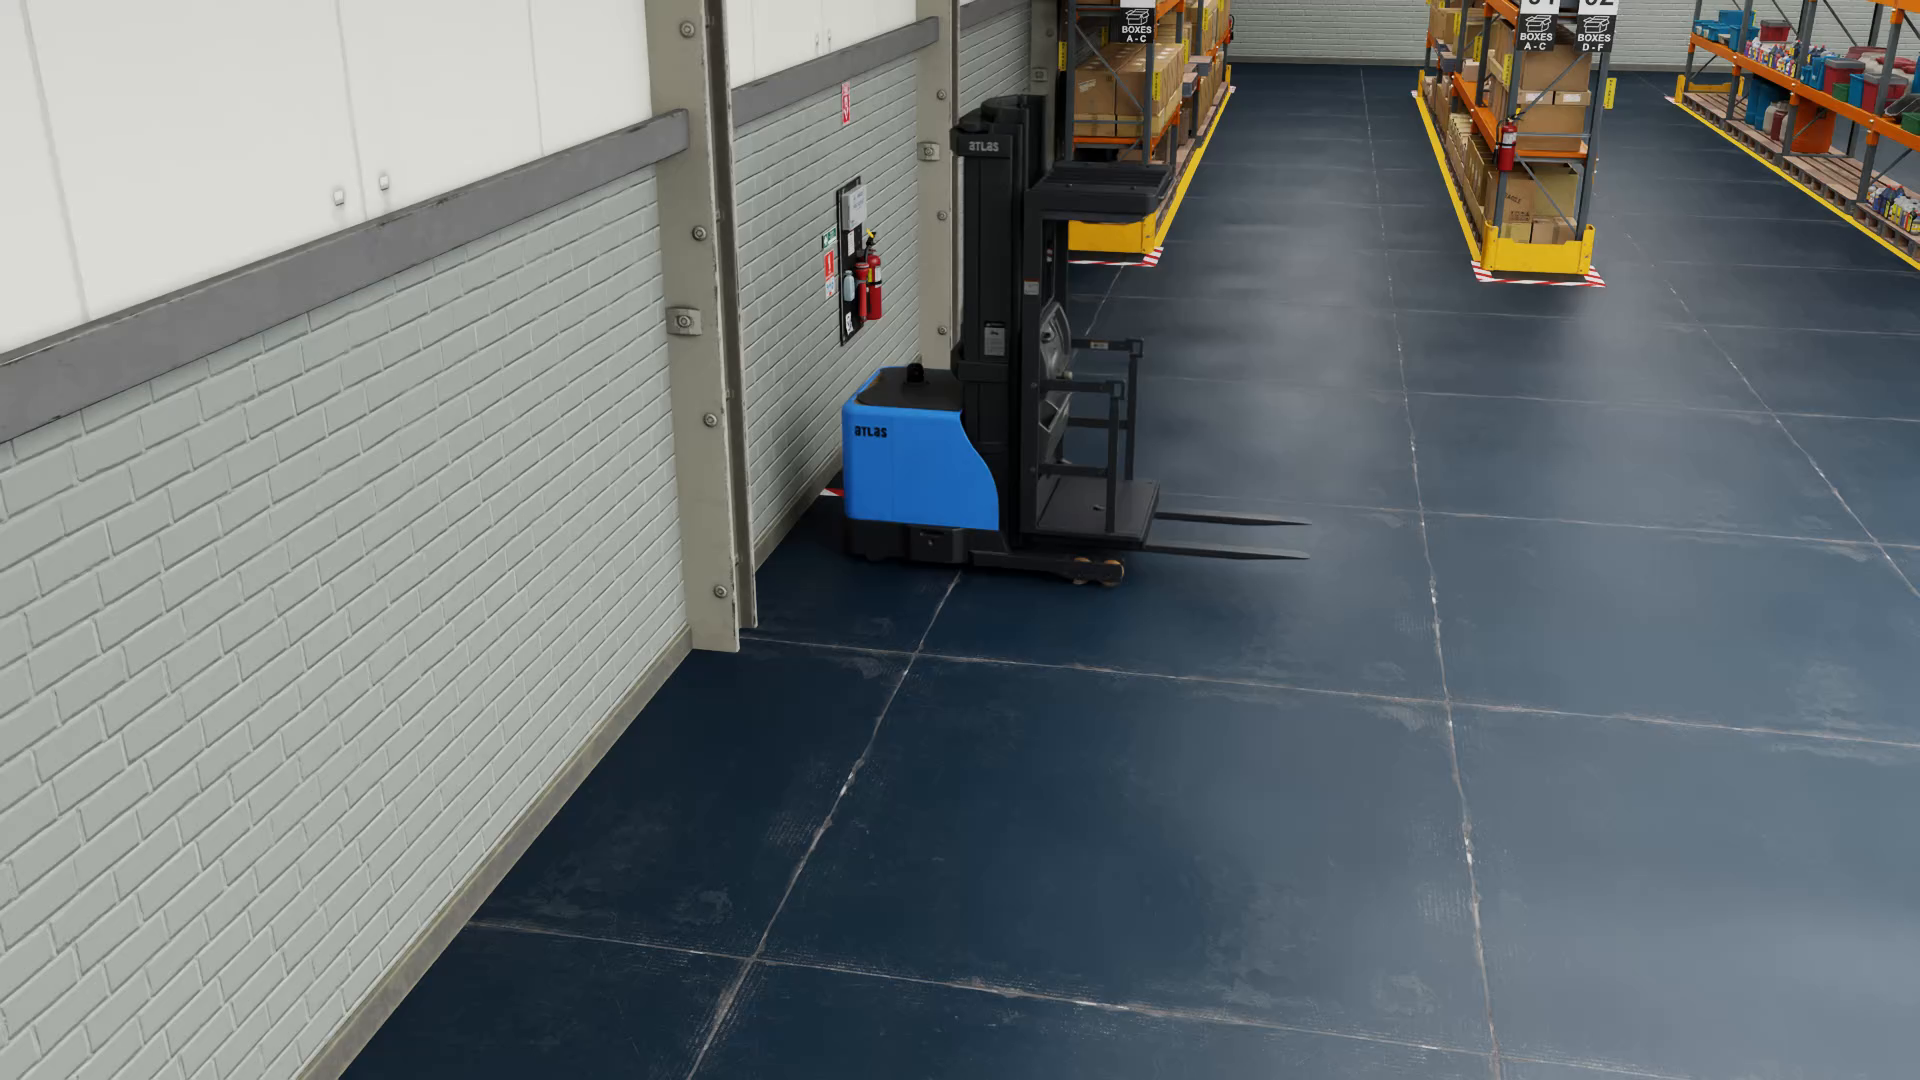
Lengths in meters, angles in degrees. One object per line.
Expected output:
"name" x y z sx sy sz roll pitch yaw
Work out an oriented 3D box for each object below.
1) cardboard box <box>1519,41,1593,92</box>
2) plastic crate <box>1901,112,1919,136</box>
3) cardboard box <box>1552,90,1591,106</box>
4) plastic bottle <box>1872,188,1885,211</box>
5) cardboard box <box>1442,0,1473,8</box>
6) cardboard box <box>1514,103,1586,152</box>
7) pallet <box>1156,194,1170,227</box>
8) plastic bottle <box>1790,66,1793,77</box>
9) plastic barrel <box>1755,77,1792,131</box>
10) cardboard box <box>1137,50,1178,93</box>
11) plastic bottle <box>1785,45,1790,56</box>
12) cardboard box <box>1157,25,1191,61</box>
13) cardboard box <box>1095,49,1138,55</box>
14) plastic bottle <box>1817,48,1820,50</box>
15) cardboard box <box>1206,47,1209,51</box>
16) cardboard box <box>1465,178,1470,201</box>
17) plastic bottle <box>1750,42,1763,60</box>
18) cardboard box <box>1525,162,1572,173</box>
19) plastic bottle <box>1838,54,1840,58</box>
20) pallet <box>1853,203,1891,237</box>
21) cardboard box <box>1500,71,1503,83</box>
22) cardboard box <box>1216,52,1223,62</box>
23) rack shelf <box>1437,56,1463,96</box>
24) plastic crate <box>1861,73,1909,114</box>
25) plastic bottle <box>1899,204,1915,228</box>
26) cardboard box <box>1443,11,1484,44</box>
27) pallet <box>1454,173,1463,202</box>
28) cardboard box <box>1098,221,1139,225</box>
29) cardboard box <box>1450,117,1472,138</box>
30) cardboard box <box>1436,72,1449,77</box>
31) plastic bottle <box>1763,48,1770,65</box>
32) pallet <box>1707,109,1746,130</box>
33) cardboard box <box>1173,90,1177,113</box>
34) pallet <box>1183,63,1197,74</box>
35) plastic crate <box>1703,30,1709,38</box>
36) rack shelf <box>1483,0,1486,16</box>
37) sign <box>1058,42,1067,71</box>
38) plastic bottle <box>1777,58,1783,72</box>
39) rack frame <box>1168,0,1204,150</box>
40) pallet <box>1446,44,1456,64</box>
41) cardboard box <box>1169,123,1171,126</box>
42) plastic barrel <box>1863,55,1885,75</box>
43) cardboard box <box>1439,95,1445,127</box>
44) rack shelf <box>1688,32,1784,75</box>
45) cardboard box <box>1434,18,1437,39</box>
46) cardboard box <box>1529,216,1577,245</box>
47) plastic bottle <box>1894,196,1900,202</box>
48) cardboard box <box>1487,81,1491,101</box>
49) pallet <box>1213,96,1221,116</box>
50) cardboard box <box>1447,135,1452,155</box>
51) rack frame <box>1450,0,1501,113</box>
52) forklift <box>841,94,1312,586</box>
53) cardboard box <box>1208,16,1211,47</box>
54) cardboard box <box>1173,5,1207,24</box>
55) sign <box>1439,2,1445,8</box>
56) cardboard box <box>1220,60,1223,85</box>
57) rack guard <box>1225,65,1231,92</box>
"cardboard box" 6.705 -5.346 18.742 0.700 0.500 0.500 5 22 11
"plastic crate" 11.698 -5.019 20.085 0.450 0.188 0.662 4 22 11
"cardboard box" 6.877 -4.983 18.709 0.380 0.149 0.250 4 22 11
"plastic bottle" 11.718 -4.330 21.146 0.152 0.276 0.135 5 23 13
"cardboard box" 8.885 -9.612 29.733 0.500 0.500 0.500 5 22 11
"cardboard box" 6.694 -4.725 18.936 0.700 0.500 0.500 4 22 11
"pallet" 2.203 -4.359 21.893 1.003 0.211 1.213 4 22 11
"plastic bottle" 12.774 -7.185 25.444 0.097 0.201 0.097 0 22 0
"plastic barrel" 13.611 -7.283 27.669 0.600 0.901 0.708 4 22 11
"cardboard box" 2.549 -6.073 21.587 0.500 0.500 0.500 4 22 9
"plastic bottle" 13.994 -8.260 28.114 0.097 0.201 0.097 0 22 0
"cardboard box" 3.195 -7.682 25.690 0.700 0.500 0.500 2 22 6
"cardboard box" 2.036 -6.109 21.677 0.500 0.500 0.500 5 22 12
"plastic bottle" 13.867 -7.840 26.971 0.152 0.276 0.135 4 22 11
"cardboard box" 4.156 -8.650 29.127 0.380 0.149 0.250 4 22 11
"cardboard box" 6.904 -4.562 21.784 0.500 0.250 0.500 4 22 11
"plastic bottle" 13.341 -8.187 27.832 0.152 0.276 0.135 4 22 11
"cardboard box" 7.103 -4.322 20.184 0.500 0.500 0.500 4 22 11
"plastic bottle" 13.685 -7.434 25.954 0.061 0.283 0.133 4 22 11
"pallet" 12.073 -4.057 21.144 1.003 0.211 1.213 4 22 11
"cardboard box" 6.846 -5.669 20.411 0.380 0.149 0.250 4 22 10
"cardboard box" 5.057 -9.655 33.227 0.380 0.149 0.250 5 22 12
"rack shelf" 8.627 -7.832 27.749 1.077 0.370 4.000 4 22 11
"plastic crate" 12.050 -5.823 21.711 0.402 0.464 0.583 4 22 11
"plastic bottle" 11.487 -3.916 20.120 0.152 0.276 0.135 4 22 9
"cardboard box" 8.641 -8.726 28.309 0.700 0.500 0.500 8 23 19
"pallet" 7.515 -4.951 23.363 1.003 0.211 1.213 4 22 11
"cardboard box" 1.966 -4.088 20.499 0.500 0.311 0.500 2 22 5
"cardboard box" 7.726 -6.252 25.230 0.500 0.311 0.500 4 22 10
"cardboard box" 9.413 -8.631 31.522 0.797 0.503 0.637 4 22 11
"plastic bottle" 13.129 -7.855 27.014 0.097 0.271 0.097 0 22 0
"pallet" 13.996 -7.497 29.686 1.003 0.211 1.213 4 22 11
"cardboard box" 2.555 -5.725 21.726 0.500 0.250 0.500 4 22 11
"pallet" 3.005 -6.995 24.963 1.003 0.211 1.213 4 22 11
"plastic crate" 14.042 -9.463 31.107 0.250 0.136 0.298 4 22 11
"rack shelf" 7.811 -7.761 23.556 1.077 0.370 4.000 4 22 11
"sign" 1.197 -5.618 19.316 0.100 0.325 0.005 4 22 11
"plastic bottle" 12.940 -7.483 26.184 0.097 0.201 0.097 0 22 0
"rack frame" 3.369 -7.811 26.732 1.000 3.000 0.127 4 22 11
"pallet" 8.611 -8.057 27.601 1.003 0.211 1.213 4 22 11
"cardboard box" 2.886 -6.039 25.091 0.700 0.500 0.500 5 22 12
"plastic barrel" 12.980 -6.561 23.479 0.421 0.512 0.421 0 22 0
"cardboard box" 8.387 -7.221 28.024 0.500 0.500 0.500 4 22 9
"rack shelf" 14.292 -8.916 30.440 1.077 0.370 4.000 4 22 11
"cardboard box" 9.092 -9.523 30.850 0.500 0.500 0.500 5 22 12
"cardboard box" 6.914 -3.607 19.414 0.500 0.250 0.500 4 22 11
"plastic bottle" 11.648 -4.142 20.686 0.097 0.271 0.097 0 22 0
"cardboard box" 7.460 -6.085 22.649 0.500 0.250 0.500 6 23 14
"pallet" 4.417 -8.252 31.561 1.003 0.211 1.213 4 22 11
"cardboard box" 7.723 -6.001 25.357 0.500 0.250 0.500 4 22 9
"rack frame" 8.219 -7.435 25.798 1.000 3.000 0.127 4 22 11
"forklift" 0.796 -1.281 10.612 3.031 2.935 1.130 5 22 11
"cardboard box" 3.937 -8.535 27.971 0.500 0.500 0.500 4 22 11
"cardboard box" 3.720 -8.509 26.904 0.500 0.250 0.500 5 22 12
"sign" 8.502 -9.338 29.365 0.100 0.325 0.005 4 22 11
"cardboard box" 4.956 -9.508 33.731 0.700 0.500 0.500 4 22 11
"rack guard" 5.006 -9.586 34.486 1.175 0.500 0.348 4 22 11
